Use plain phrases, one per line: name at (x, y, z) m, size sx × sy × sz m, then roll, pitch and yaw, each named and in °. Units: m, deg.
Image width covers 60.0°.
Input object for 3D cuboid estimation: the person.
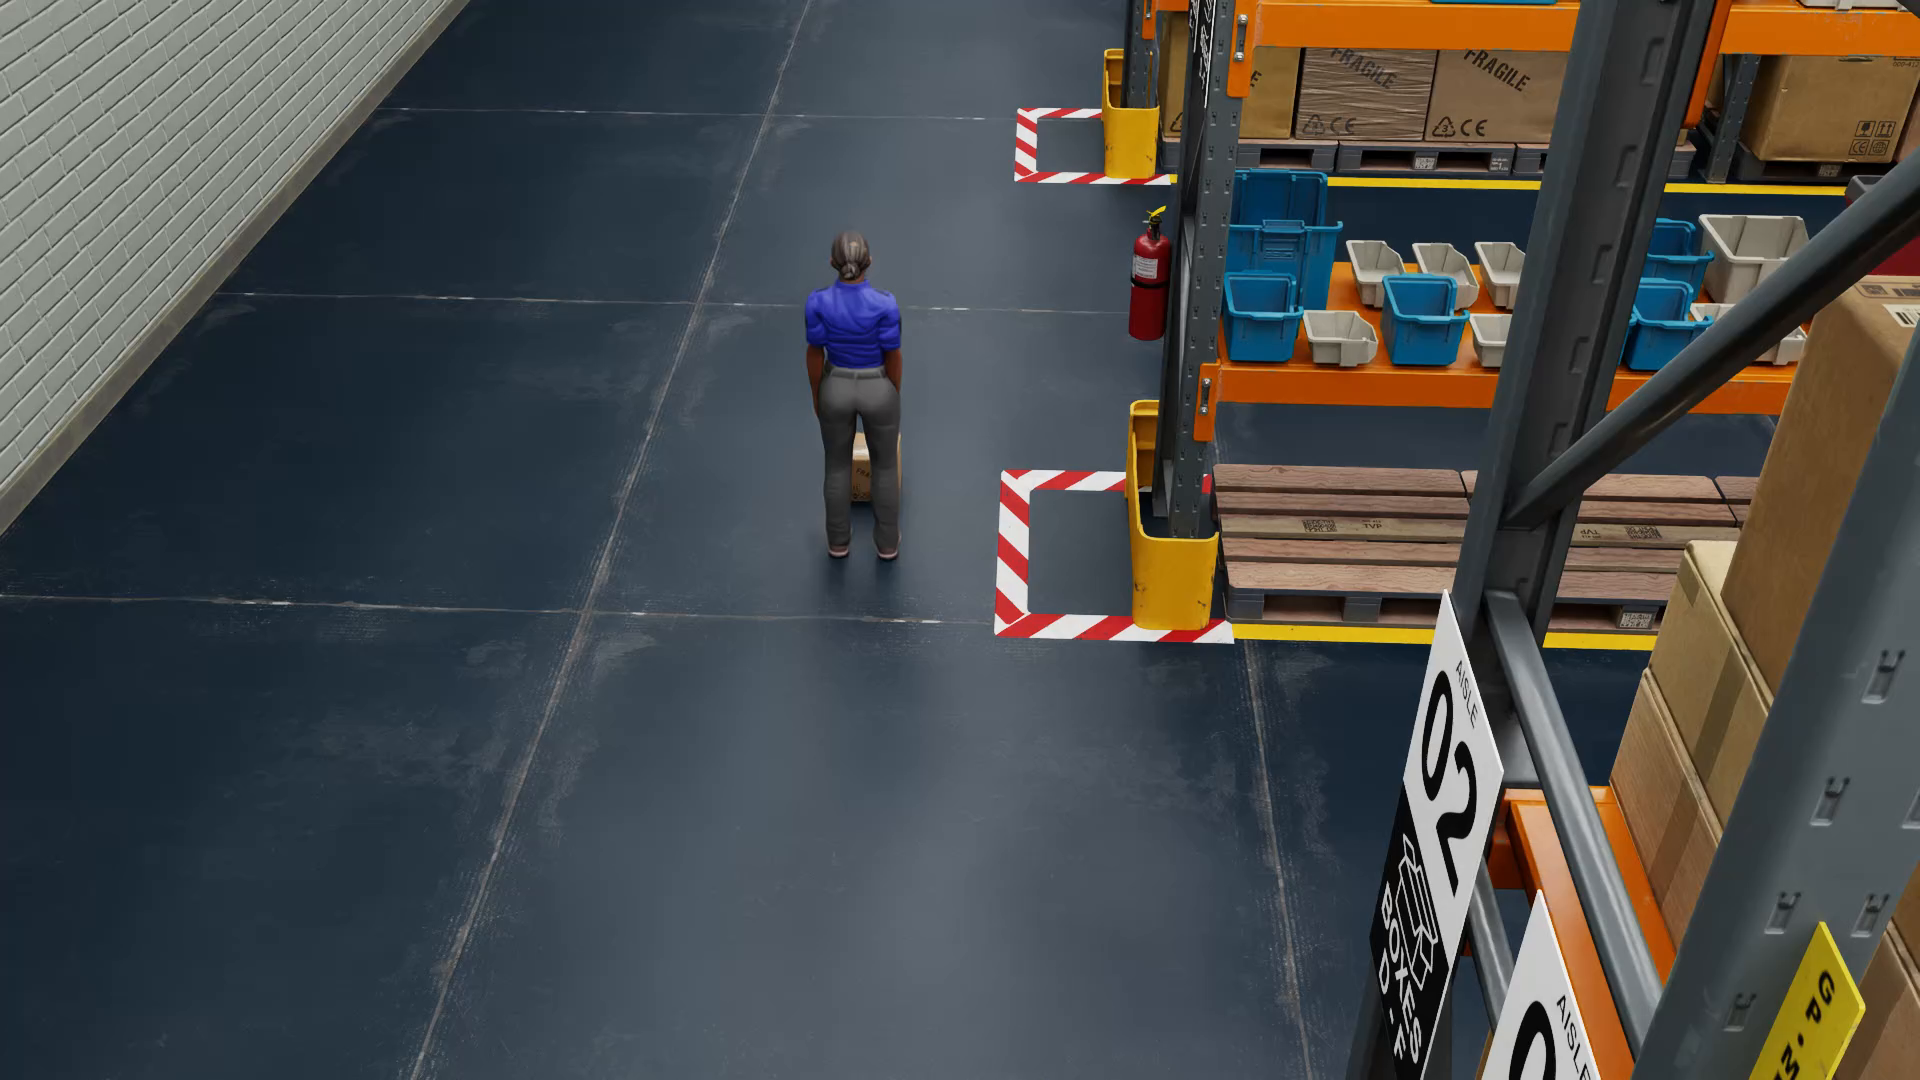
person at (-0.469, -0.650, 7.549) m, size 0.436 × 1.663 × 0.314 m, roll 2°, pitch 36°, yaw 3°
